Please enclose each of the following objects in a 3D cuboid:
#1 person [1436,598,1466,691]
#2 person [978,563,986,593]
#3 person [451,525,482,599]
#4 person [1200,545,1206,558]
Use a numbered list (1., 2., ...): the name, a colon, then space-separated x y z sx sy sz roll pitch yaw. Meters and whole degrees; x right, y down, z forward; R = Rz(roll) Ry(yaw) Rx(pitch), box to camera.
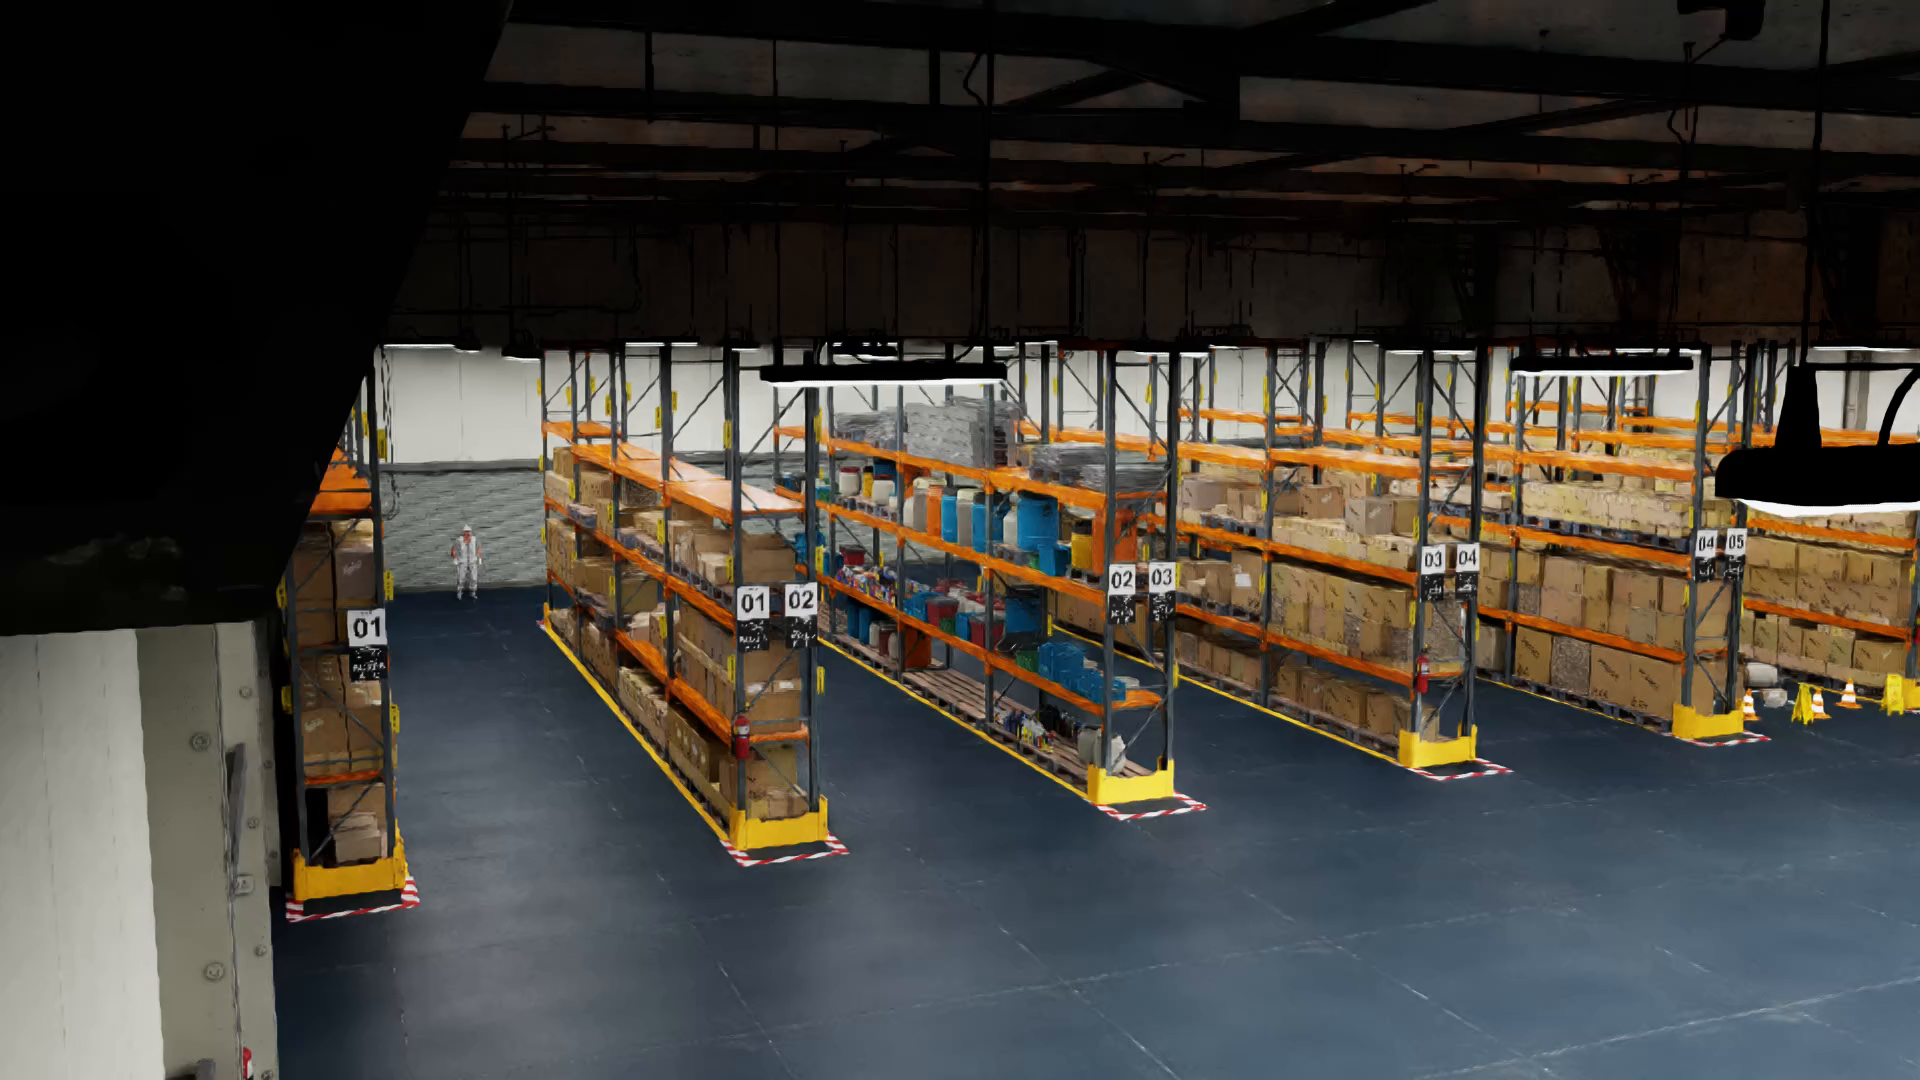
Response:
1. person: 8.589 1.758 28.815 0.556 1.656 0.605 1 7 5
2. person: 0.520 0.801 36.084 0.477 1.675 0.487 1 7 5
3. person: -11.326 0.509 38.225 0.677 1.742 0.552 -3 8 -23
4. person: 6.040 0.090 41.683 0.526 1.664 0.608 -6 9 -37
